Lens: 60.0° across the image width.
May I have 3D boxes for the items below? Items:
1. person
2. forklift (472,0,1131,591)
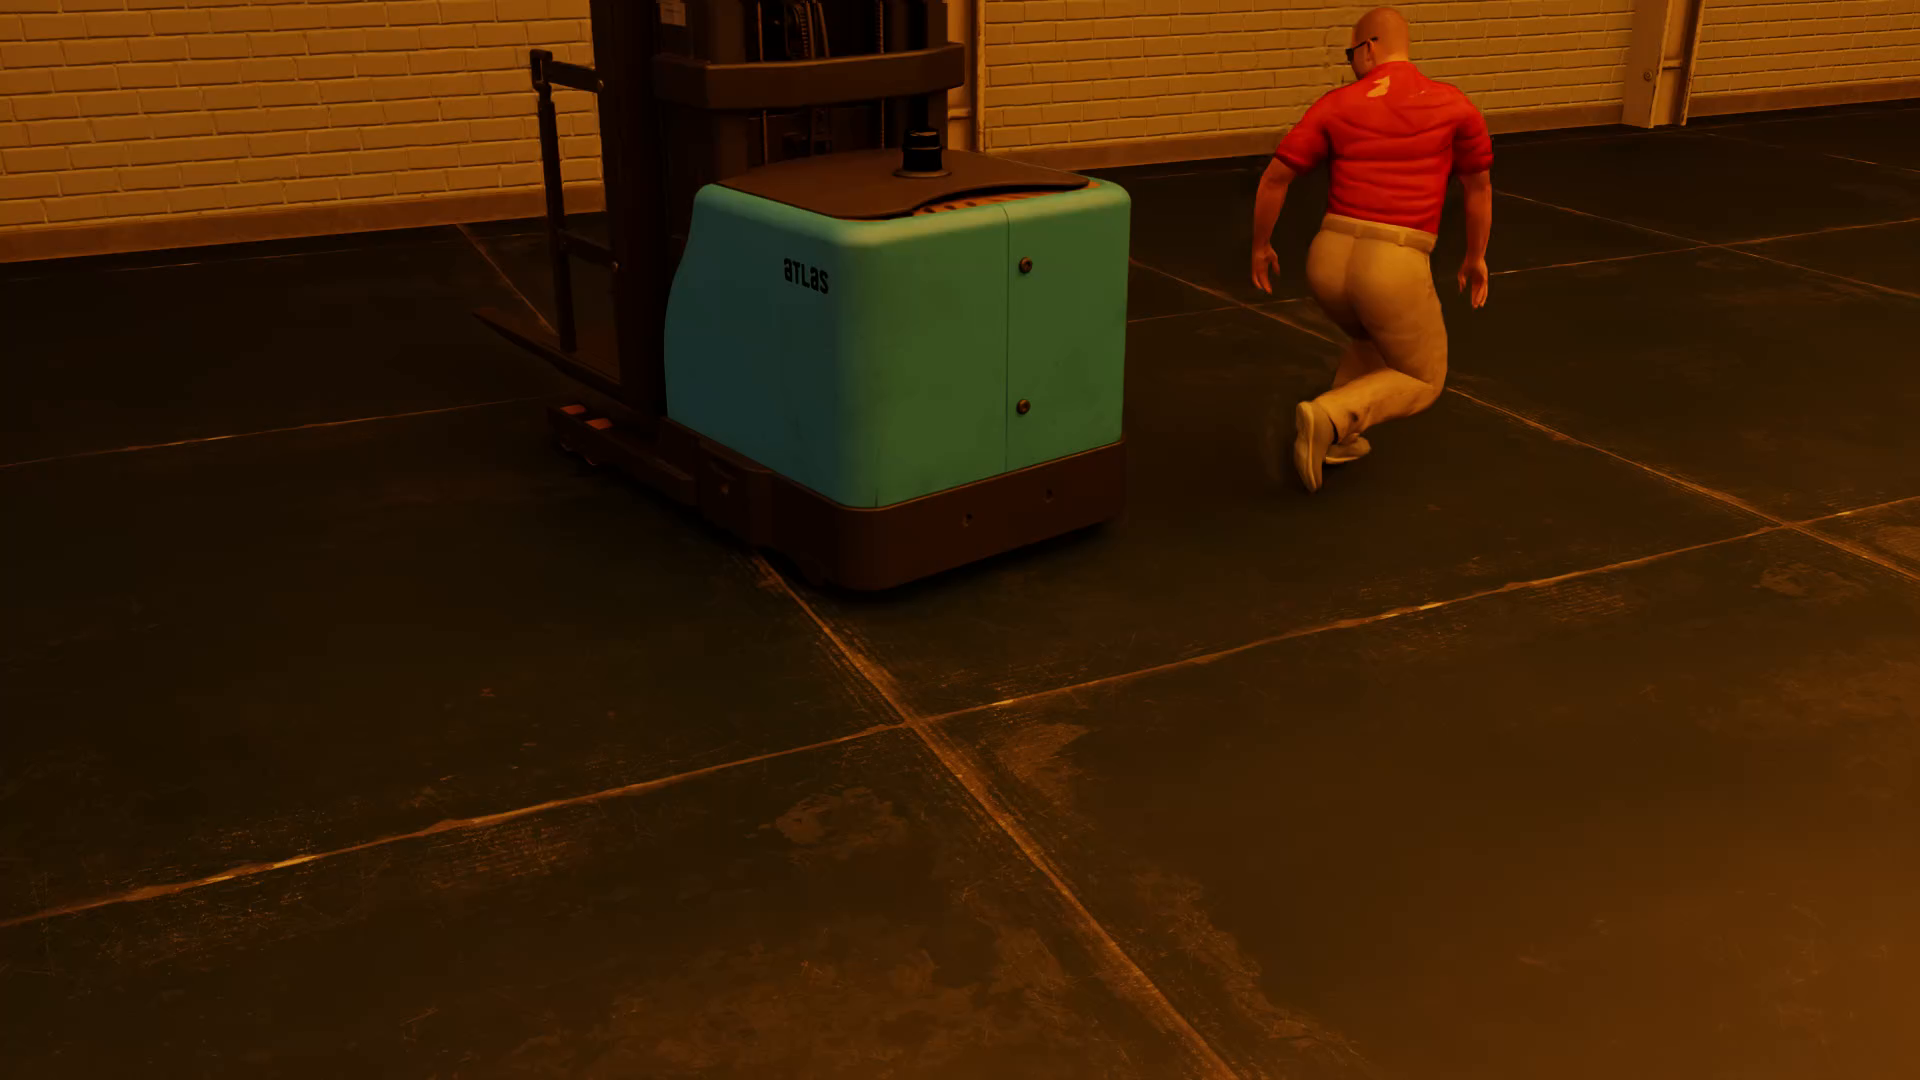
[{"bbox_3d":[1.282,-0.933,5.434,0.698,1.518,0.722,18,29,37],"label":"person"},{"bbox_3d":[-0.796,-1.710,5.403,1.130,2.935,3.031,-17,28,-35],"label":"forklift"}]
